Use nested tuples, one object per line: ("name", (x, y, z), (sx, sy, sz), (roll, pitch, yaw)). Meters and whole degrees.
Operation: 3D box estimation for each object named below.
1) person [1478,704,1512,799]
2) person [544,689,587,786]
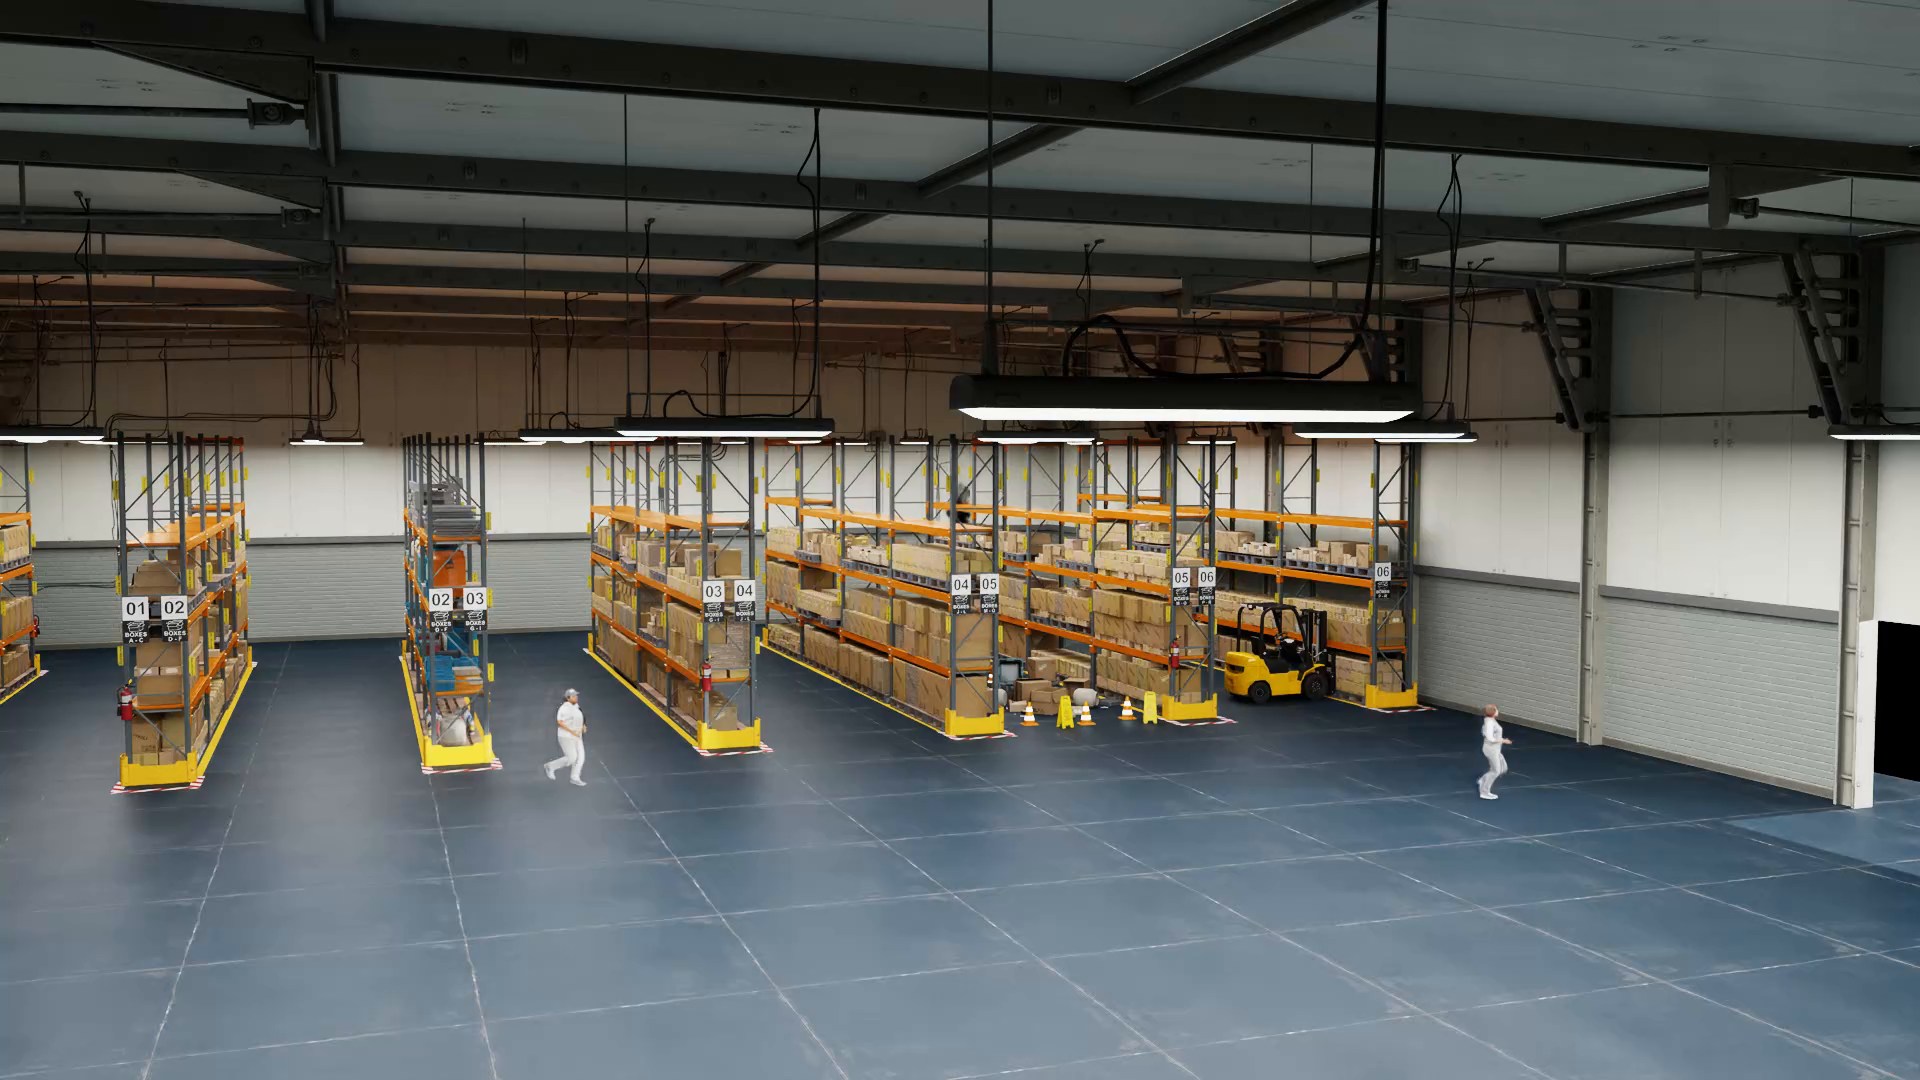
("person", (8.707, 3.436, 27.048), (0.536, 1.556, 0.526), (1, 3, 21))
("person", (-6.674, 3.352, 28.287), (0.681, 1.657, 0.610), (1, 3, 14))
